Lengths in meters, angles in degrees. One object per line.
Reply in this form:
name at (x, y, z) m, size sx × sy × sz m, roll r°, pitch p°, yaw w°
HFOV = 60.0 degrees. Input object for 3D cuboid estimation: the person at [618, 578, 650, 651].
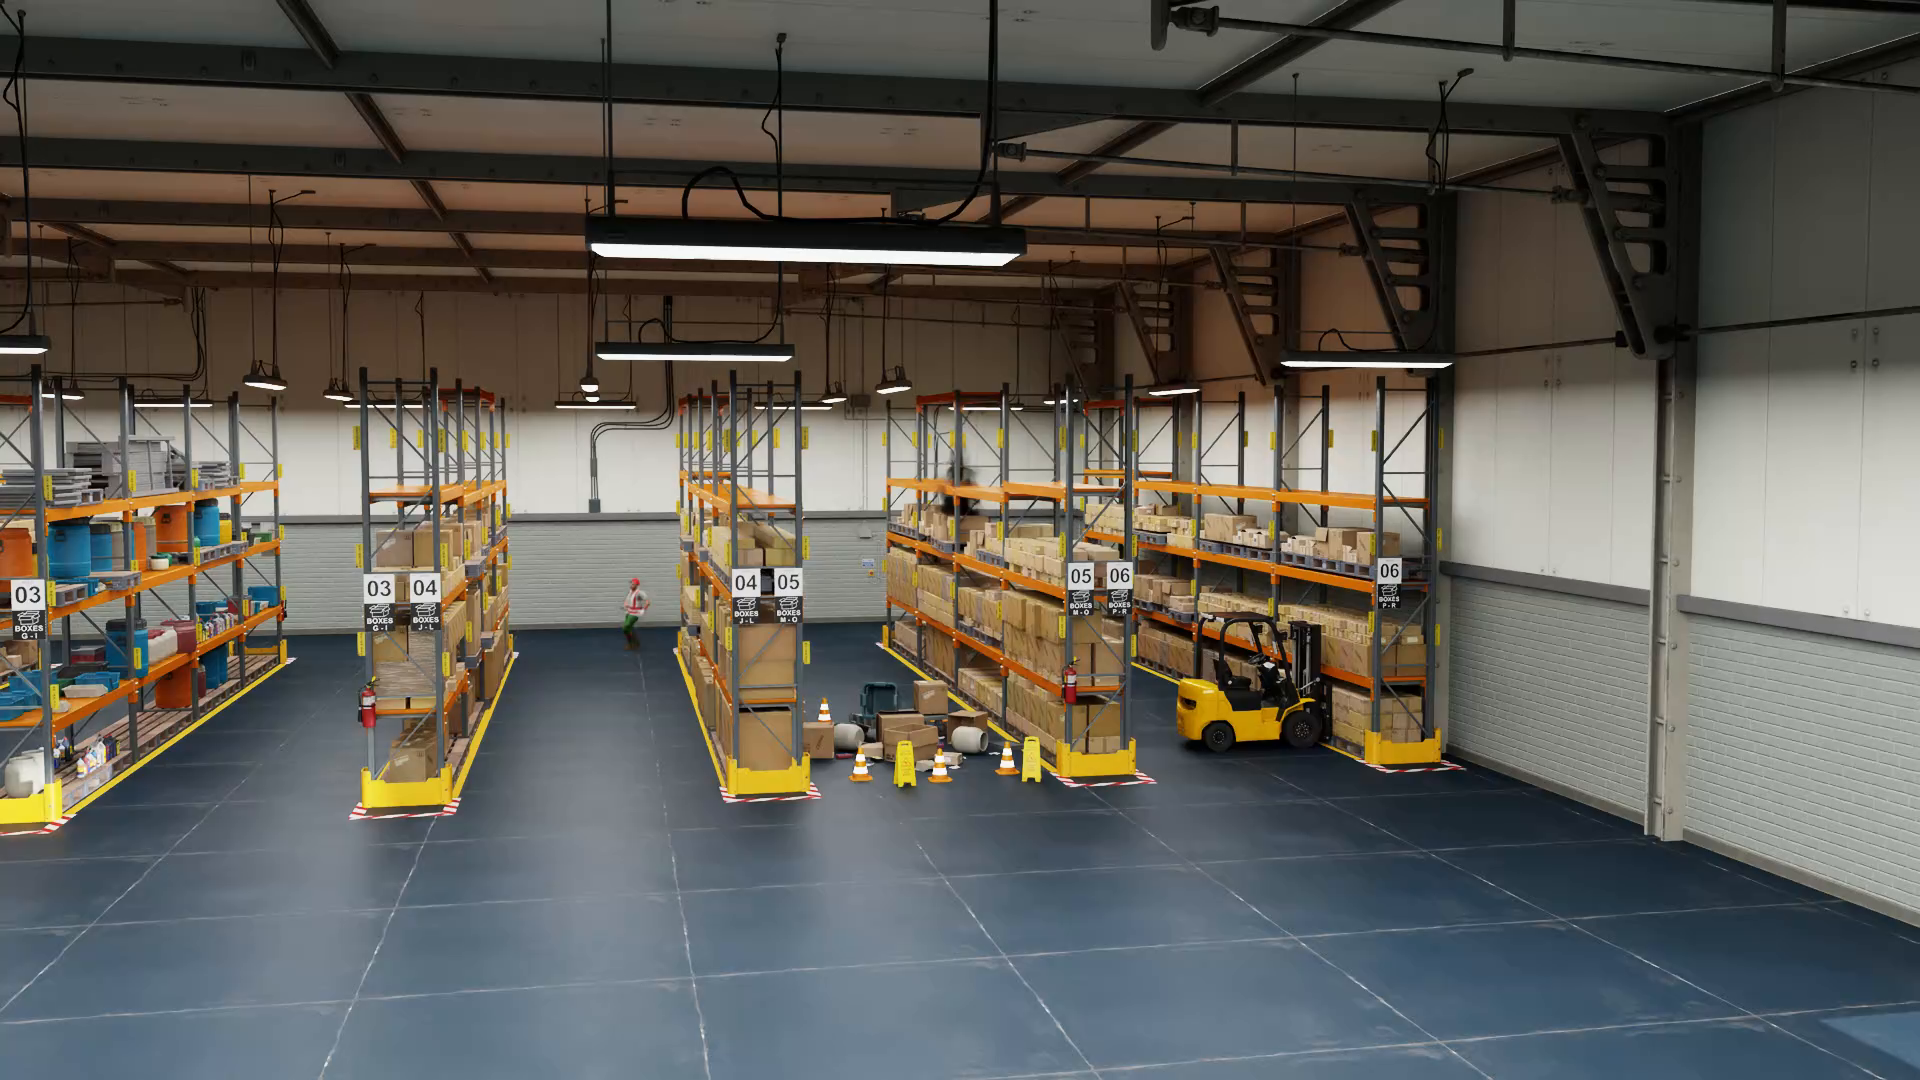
person at (-7.783, 1.777, 39.548) m, size 0.638 × 1.754 × 0.717 m, roll -3°, pitch 5°, yaw -43°
